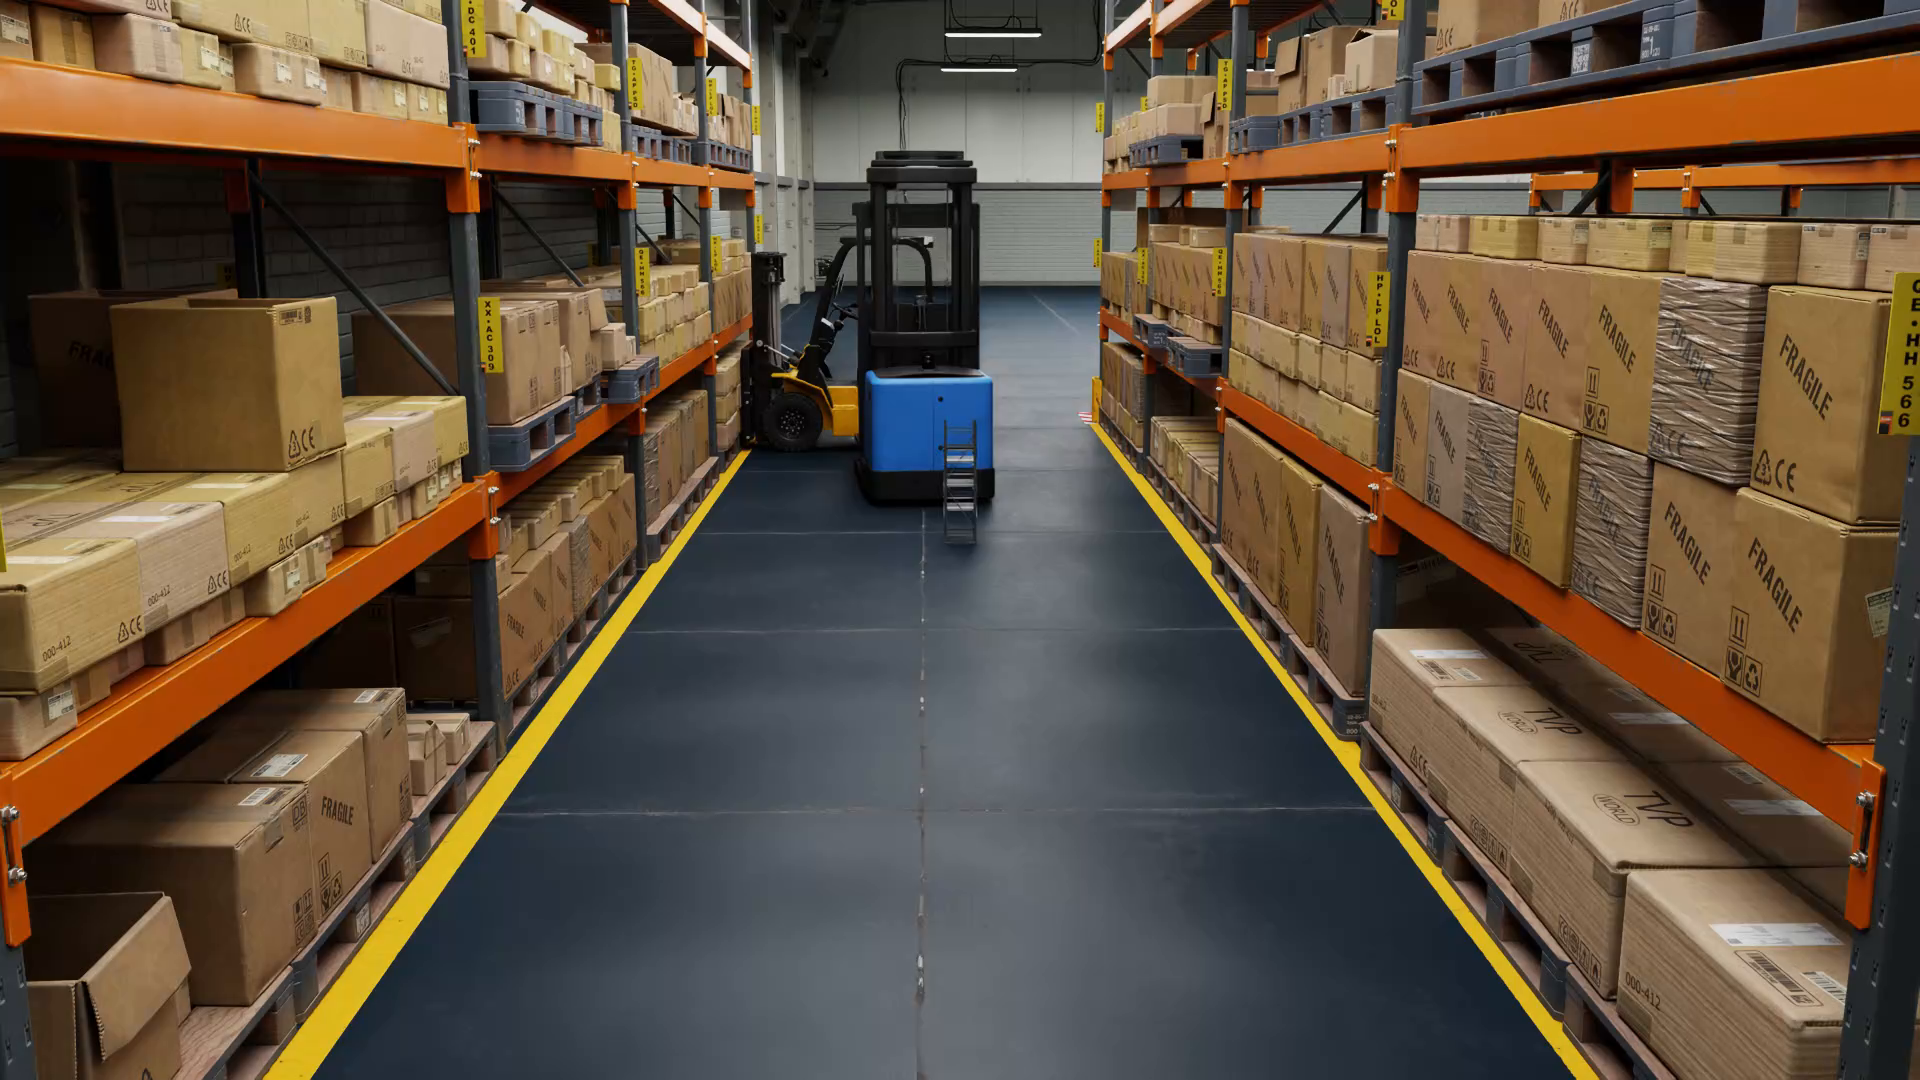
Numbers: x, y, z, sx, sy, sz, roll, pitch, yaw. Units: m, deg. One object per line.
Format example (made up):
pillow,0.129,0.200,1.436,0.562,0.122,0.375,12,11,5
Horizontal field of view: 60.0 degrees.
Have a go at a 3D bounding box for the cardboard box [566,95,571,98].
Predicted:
cardboard box,-2.453,-2.578,9.552,0.380,0.149,0.250,0,11,-1

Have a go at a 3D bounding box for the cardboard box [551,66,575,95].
cardboard box,-2.254,-2.432,8.780,0.380,0.149,0.250,0,11,0

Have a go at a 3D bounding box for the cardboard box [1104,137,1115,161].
cardboard box,1.871,-4.311,18.350,0.500,0.250,0.500,0,11,-2

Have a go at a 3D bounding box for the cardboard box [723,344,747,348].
cardboard box,-2.498,-2.005,18.244,0.500,0.250,0.500,0,11,0

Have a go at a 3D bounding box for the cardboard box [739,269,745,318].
cardboard box,-2.551,-2.596,17.559,0.500,0.500,0.500,0,11,-2

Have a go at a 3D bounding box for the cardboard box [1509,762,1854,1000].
cardboard box,2.317,1.048,5.238,0.875,0.438,0.875,0,11,0

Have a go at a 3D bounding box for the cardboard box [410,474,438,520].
cardboard box,-2.272,-0.175,6.508,0.380,0.149,0.250,0,11,0

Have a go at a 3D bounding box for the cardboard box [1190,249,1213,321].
cardboard box,1.983,-1.872,12.187,0.500,0.500,0.500,0,11,-2

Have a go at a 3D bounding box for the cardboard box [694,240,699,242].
cardboard box,-3.051,-3.189,18.104,0.380,0.149,0.250,0,11,0

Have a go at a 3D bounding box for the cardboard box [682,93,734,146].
cardboard box,-2.688,-4.217,16.688,0.797,0.503,0.637,0,11,1

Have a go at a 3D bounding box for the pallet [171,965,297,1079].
pallet,-2.524,1.525,4.512,1.003,0.211,1.213,0,11,-1

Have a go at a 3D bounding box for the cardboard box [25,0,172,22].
cardboard box,-2.272,-1.401,4.005,0.500,0.250,0.500,0,11,0

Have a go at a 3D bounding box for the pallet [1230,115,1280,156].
pallet,2.358,-2.529,10.413,1.213,0.211,1.003,0,11,1

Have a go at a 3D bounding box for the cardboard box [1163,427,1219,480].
cardboard box,2.241,-0.746,14.243,0.950,0.372,0.625,0,11,2

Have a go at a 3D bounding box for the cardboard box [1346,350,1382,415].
cardboard box,2.123,-0.743,7.795,0.500,0.250,0.500,0,11,-1

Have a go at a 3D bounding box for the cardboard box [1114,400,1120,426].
cardboard box,1.894,-1.357,17.562,0.500,0.250,0.500,1,11,3

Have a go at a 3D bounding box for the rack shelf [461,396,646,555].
rack shelf,-2.629,-0.508,9.330,1.077,0.370,4.000,0,11,-1

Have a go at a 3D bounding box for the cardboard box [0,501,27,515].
cardboard box,-2.789,0.067,4.315,0.500,0.250,0.500,0,11,-1

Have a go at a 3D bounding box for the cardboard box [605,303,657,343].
cardboard box,-2.410,-1.519,11.624,0.500,0.250,0.500,0,11,-1

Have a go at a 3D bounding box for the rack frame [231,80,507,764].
rack frame,-2.588,-0.463,7.299,1.000,3.000,0.127,0,11,-1

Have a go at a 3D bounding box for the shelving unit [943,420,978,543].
shelving unit,0.000,-0.439,12.462,0.258,0.900,0.210,0,11,-1

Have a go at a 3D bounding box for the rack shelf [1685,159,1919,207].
rack shelf,7.198,-2.835,13.255,1.077,0.370,4.000,0,11,-1

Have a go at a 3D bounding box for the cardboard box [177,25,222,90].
cardboard box,-2.214,-1.285,4.434,0.380,0.149,0.250,0,11,-1

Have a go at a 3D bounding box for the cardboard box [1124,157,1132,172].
cardboard box,1.886,-3.841,17.033,0.380,0.149,0.250,-1,11,-3

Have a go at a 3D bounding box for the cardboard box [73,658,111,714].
cardboard box,-2.289,0.338,3.980,0.380,0.149,0.250,0,11,0

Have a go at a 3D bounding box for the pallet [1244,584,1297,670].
pallet,2.255,0.486,9.633,1.003,0.211,1.213,0,11,-1

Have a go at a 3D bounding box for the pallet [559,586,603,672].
pallet,-2.671,0.499,9.571,1.003,0.211,1.213,0,11,-1

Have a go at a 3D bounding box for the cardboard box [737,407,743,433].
cardboard box,-2.484,-1.212,16.850,0.500,0.250,0.500,0,11,0

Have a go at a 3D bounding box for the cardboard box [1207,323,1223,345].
cardboard box,1.972,-1.480,11.883,0.380,0.149,0.250,0,11,0

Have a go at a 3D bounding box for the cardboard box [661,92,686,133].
cardboard box,-2.479,-3.439,13.340,0.500,0.311,0.500,-1,11,-3

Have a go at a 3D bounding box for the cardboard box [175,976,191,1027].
cardboard box,-2.393,1.317,4.640,0.380,0.149,0.250,-1,11,-3

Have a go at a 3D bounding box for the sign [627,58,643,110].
sign,-2.128,-2.984,10.877,0.100,0.325,0.005,0,11,-1

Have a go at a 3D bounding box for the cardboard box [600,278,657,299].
cardboard box,-2.438,-1.846,12.231,0.380,0.149,0.250,0,11,-1

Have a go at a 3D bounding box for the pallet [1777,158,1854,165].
pallet,7.147,-3.048,12.968,1.003,0.211,1.213,0,11,1

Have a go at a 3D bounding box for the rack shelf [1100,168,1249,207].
rack shelf,2.168,-3.590,16.975,1.077,0.370,4.000,0,11,-1

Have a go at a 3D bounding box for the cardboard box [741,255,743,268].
cardboard box,-2.569,-3.045,18.143,0.380,0.149,0.250,0,11,0

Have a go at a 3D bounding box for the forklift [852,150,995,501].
forklift,-0.400,-2.009,15.088,1.130,2.935,3.031,-1,12,-7

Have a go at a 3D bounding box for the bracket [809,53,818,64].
bracket,-3.926,-12.781,43.873,0.076,0.066,4.783,0,11,-1

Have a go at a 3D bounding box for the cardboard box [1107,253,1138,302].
cardboard box,1.873,-2.866,18.144,0.500,0.500,0.500,0,11,1

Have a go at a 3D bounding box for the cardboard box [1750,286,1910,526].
cardboard box,2.209,-0.323,3.842,0.500,0.500,0.500,0,11,1

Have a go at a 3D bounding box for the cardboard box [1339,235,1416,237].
cardboard box,2.583,-1.615,10.209,0.500,0.500,0.500,0,11,0

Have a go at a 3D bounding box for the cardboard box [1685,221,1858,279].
cardboard box,2.167,-0.768,4.405,0.380,0.149,0.250,0,11,0

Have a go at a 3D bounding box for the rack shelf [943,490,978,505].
rack shelf,0.000,-0.319,12.486,0.258,0.077,0.200,0,11,-1

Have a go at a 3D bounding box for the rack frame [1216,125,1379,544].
rack frame,2.292,-1.280,11.322,1.000,3.000,0.127,0,11,-1

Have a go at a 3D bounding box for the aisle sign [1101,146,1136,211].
aisle sign,1.816,-4.155,18.957,0.394,0.787,0.004,0,11,-1

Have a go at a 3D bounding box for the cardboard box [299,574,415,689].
cardboard box,-2.894,0.459,7.981,0.500,0.500,0.500,0,11,-1

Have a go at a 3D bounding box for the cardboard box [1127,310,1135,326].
cardboard box,1.874,-2.216,16.571,0.380,0.149,0.250,0,11,-2

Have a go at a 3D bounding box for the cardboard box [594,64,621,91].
cardboard box,-2.368,-2.929,10.535,0.380,0.149,0.250,0,11,1

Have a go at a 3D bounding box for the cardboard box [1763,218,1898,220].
cardboard box,2.737,-0.926,5.184,0.380,0.149,0.250,-1,11,-3

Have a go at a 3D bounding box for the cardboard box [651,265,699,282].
cardboard box,-2.524,-2.354,14.733,0.380,0.149,0.250,0,11,1

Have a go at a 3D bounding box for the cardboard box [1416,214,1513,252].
cardboard box,2.122,-1.278,6.915,0.380,0.149,0.250,0,11,-2

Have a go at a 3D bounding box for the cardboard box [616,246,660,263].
cardboard box,-3.025,-2.679,15.587,0.380,0.149,0.250,-1,11,-3

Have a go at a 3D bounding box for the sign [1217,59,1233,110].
sign,1.750,-3.001,10.964,0.100,0.325,0.005,0,11,-1

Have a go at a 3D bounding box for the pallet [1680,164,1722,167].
pallet,7.150,-3.704,15.953,1.003,0.211,1.213,0,11,-1

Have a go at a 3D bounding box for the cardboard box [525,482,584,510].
cardboard box,-2.443,-0.251,9.852,0.380,0.149,0.250,0,11,-2
